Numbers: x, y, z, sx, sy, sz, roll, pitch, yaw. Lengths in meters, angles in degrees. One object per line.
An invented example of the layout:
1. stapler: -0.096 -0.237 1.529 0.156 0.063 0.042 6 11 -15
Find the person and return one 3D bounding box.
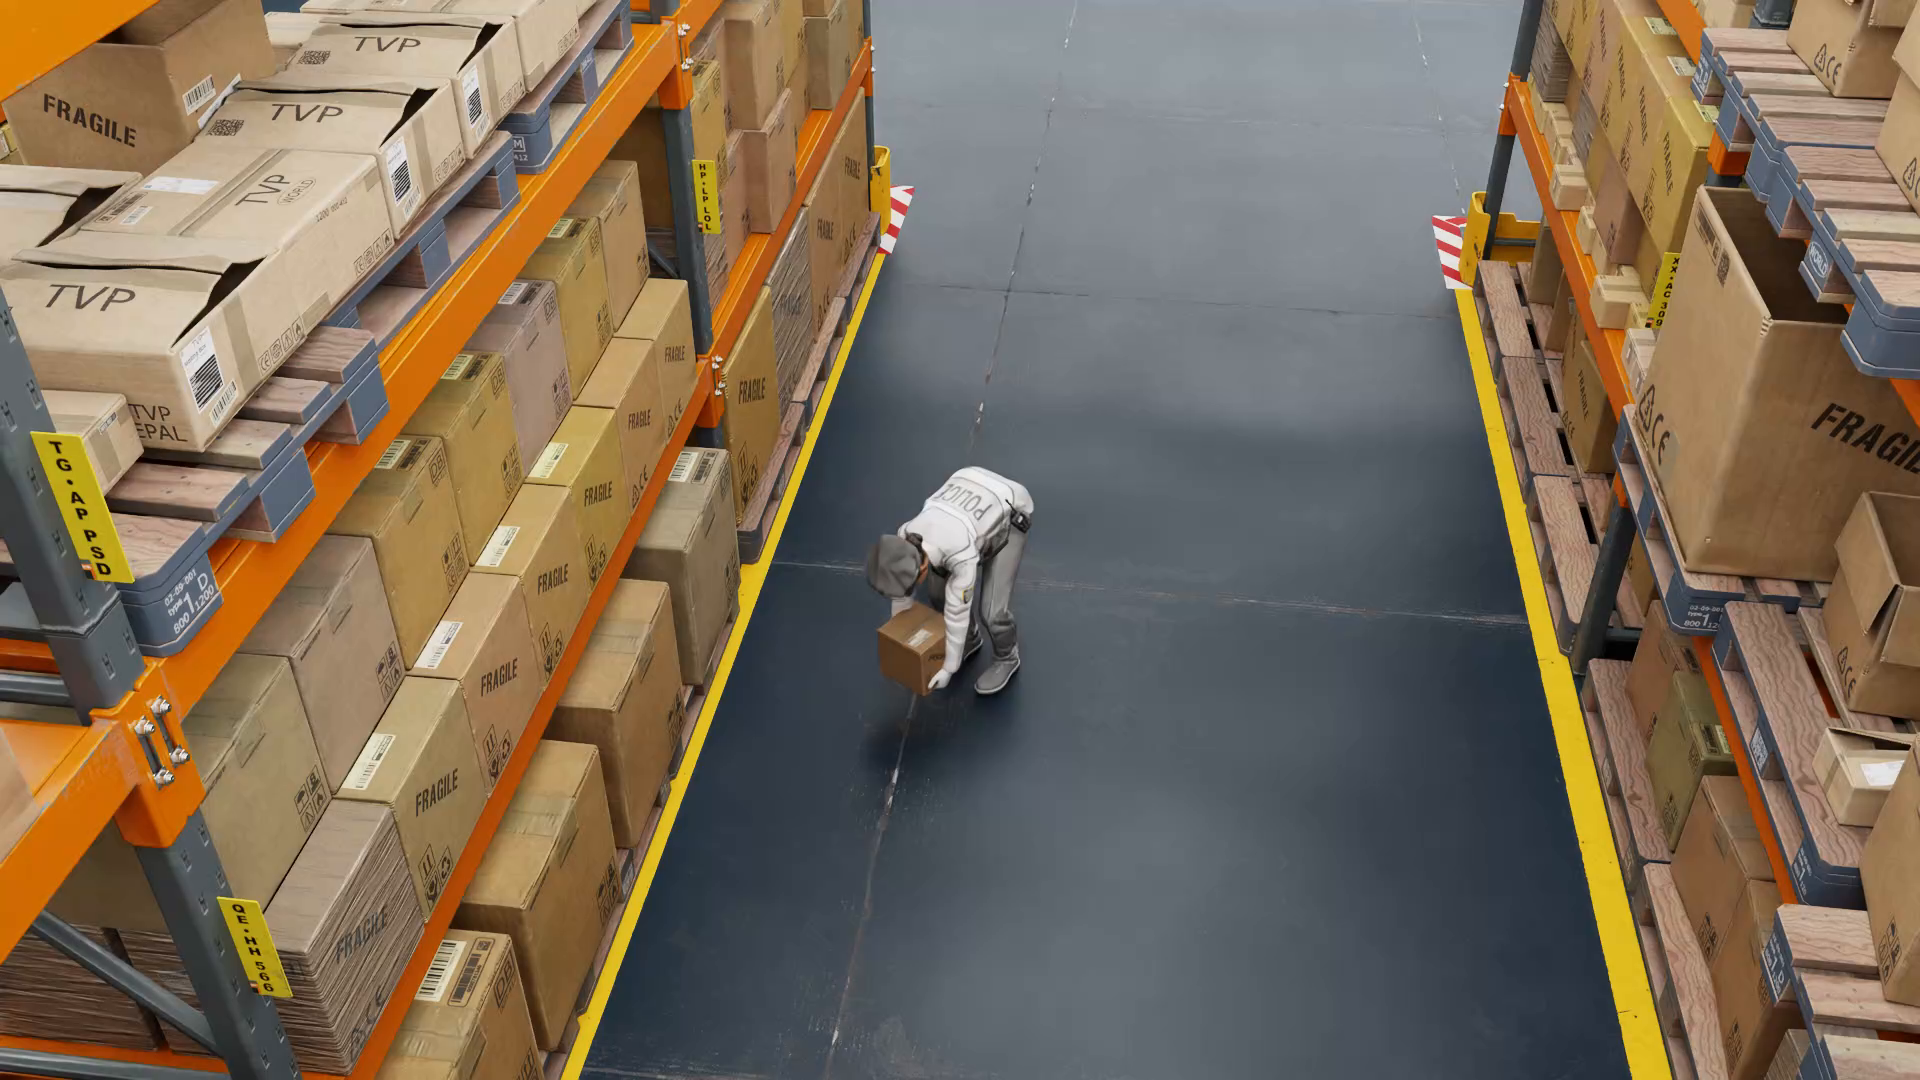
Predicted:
1. person: -0.052 0.261 7.192 0.429 1.065 0.924 25 43 30
